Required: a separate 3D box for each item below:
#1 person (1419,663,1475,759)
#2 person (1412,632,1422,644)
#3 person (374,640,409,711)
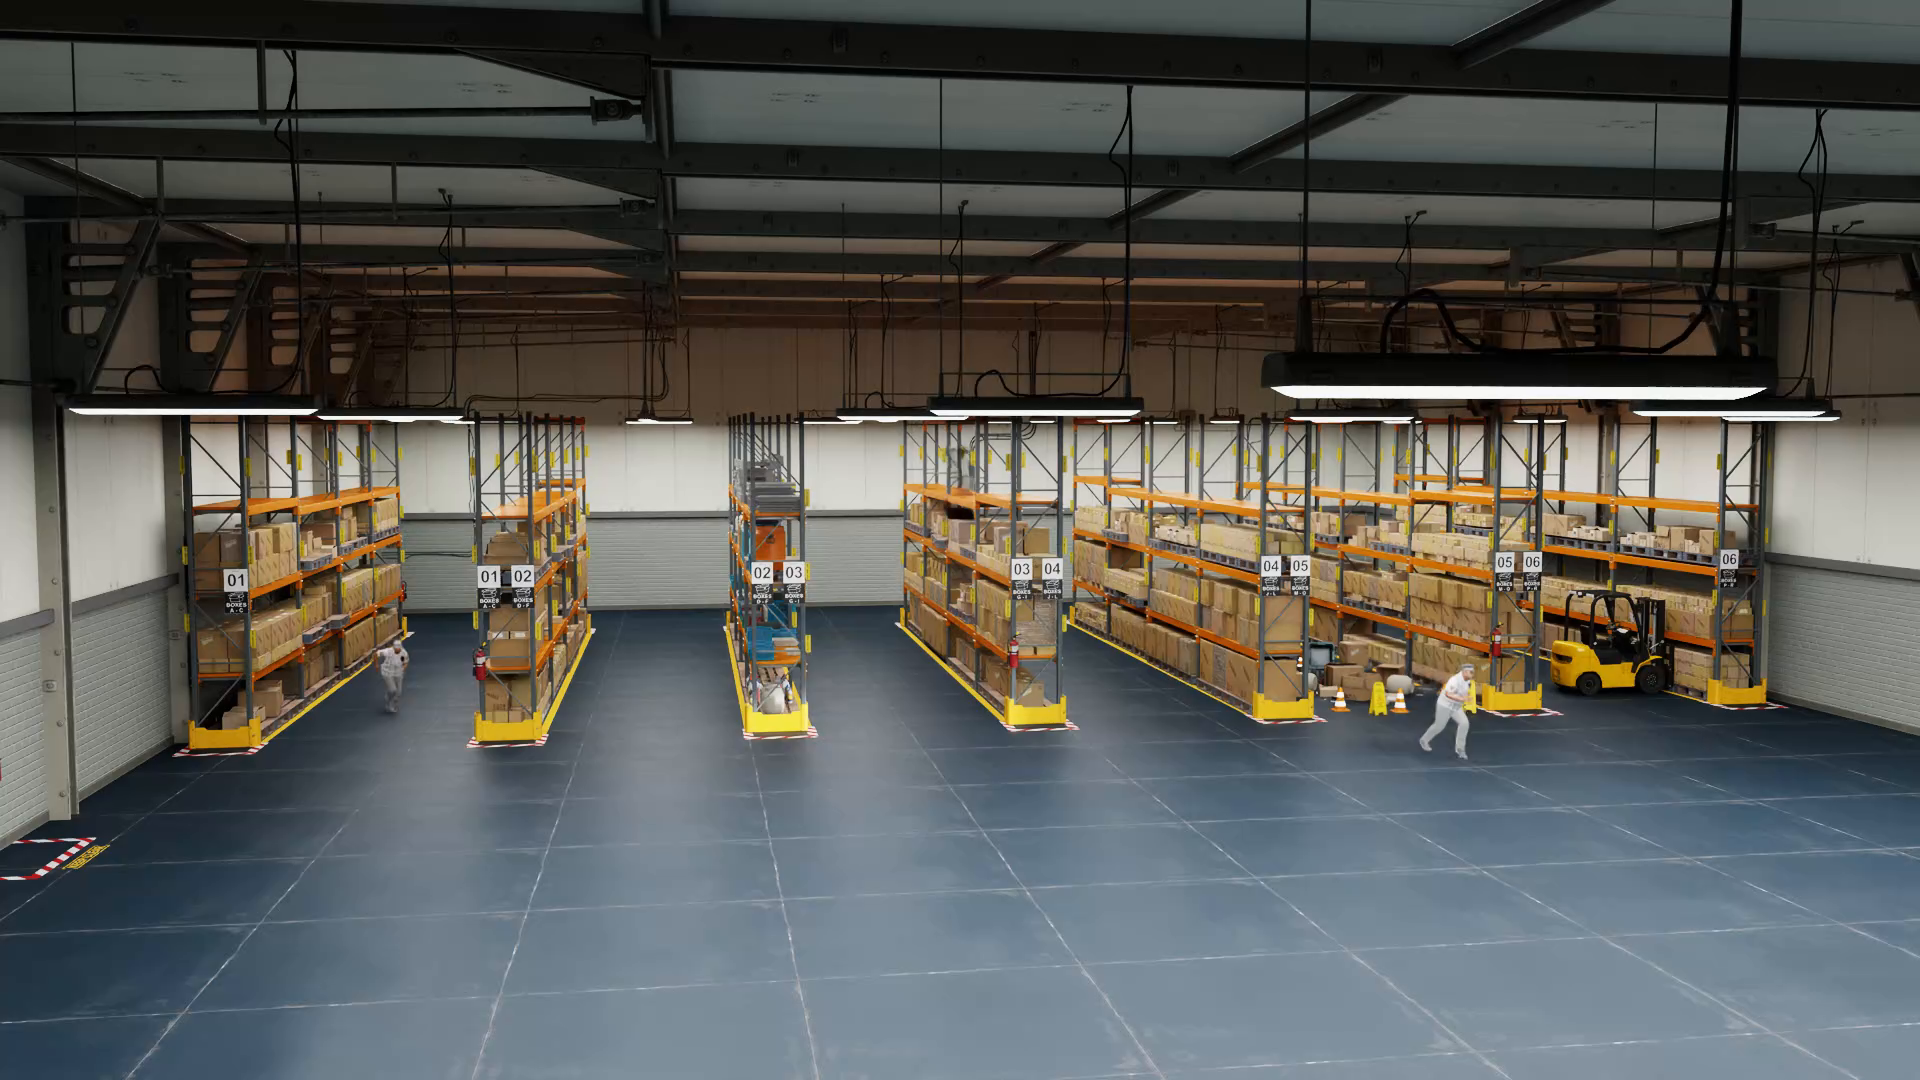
[{"bbox_3d":[8.491,2.962,28.964,0.708,1.719,1.014,-4,5,-44],"label":"person"},{"bbox_3d":[11.545,2.051,42.120,0.627,1.700,0.760,-1,4,-17],"label":"person"},{"bbox_3d":[-11.342,2.722,33.180,0.636,1.491,0.858,-3,5,-38],"label":"person"}]
